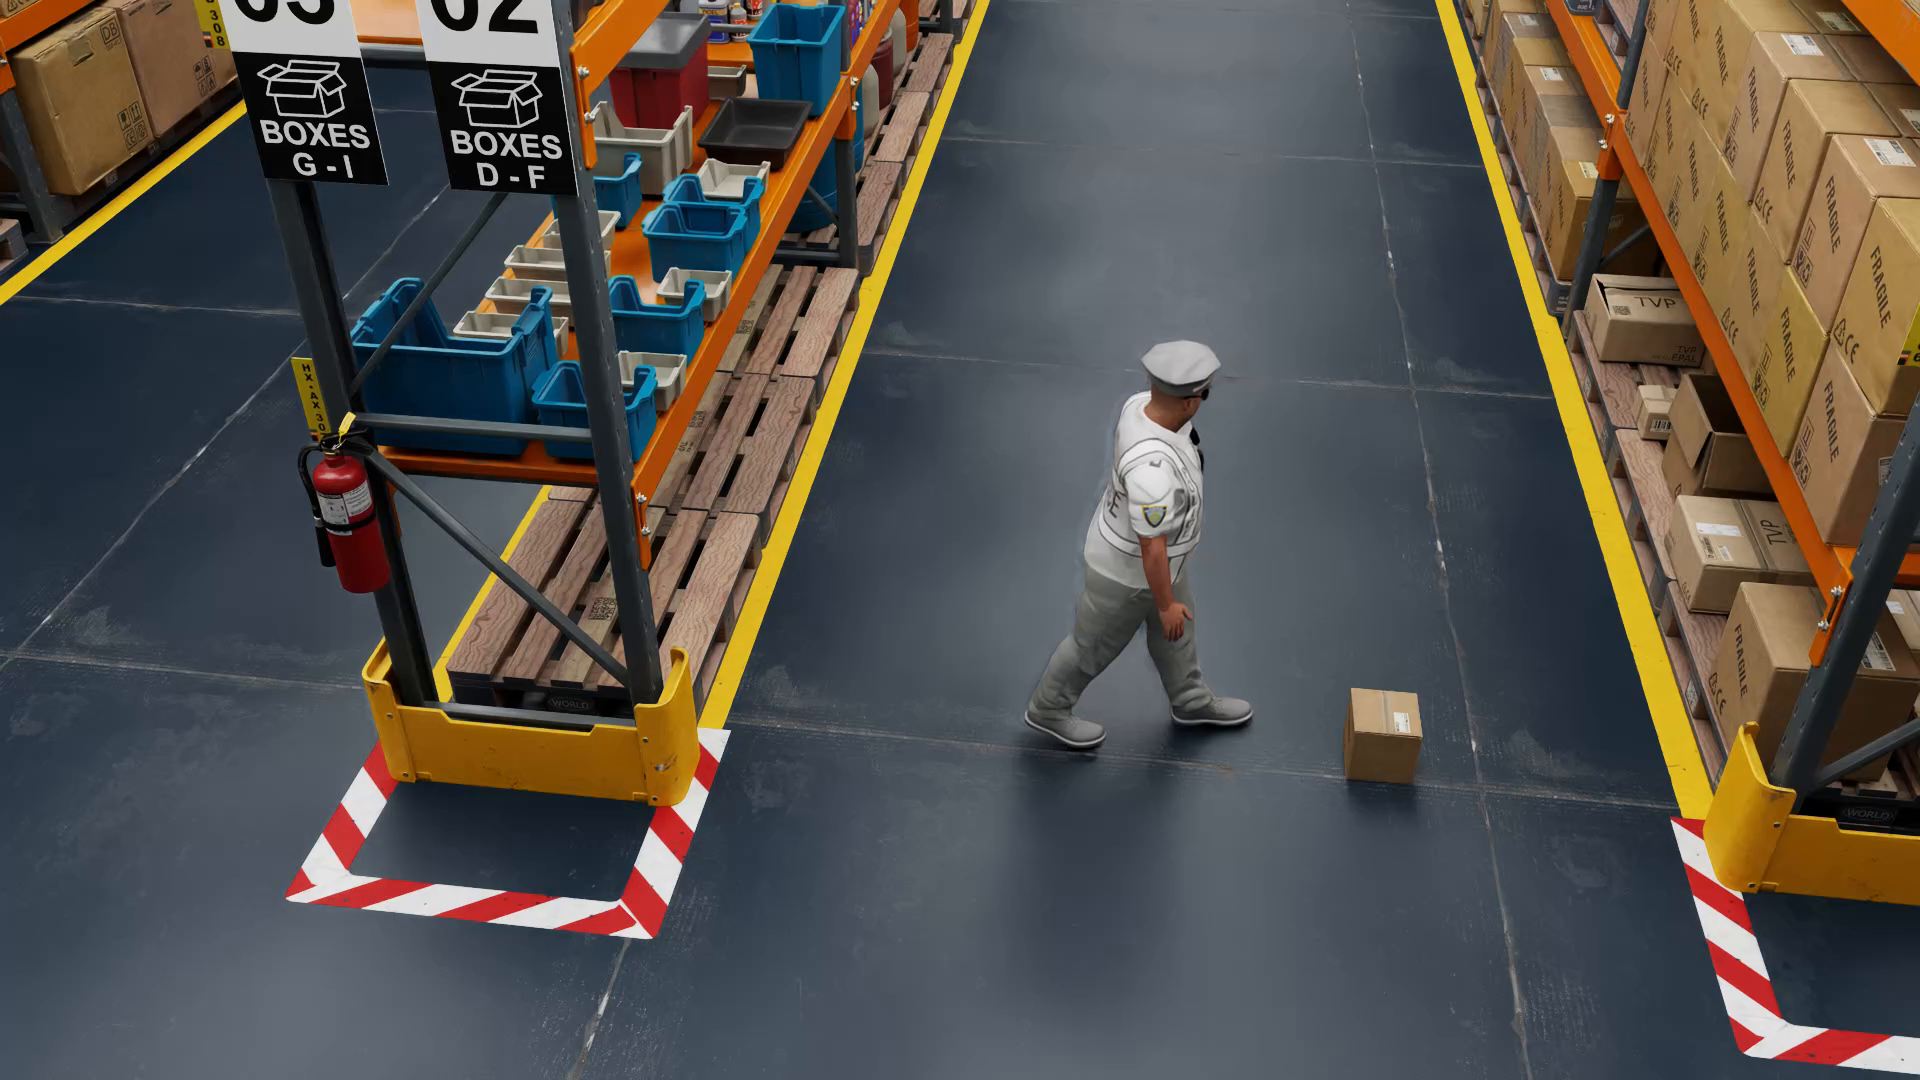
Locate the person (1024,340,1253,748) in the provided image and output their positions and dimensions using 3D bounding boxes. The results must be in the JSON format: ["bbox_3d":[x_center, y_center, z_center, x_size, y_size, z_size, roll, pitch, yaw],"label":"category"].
[{"bbox_3d":[0.693,0.070,6.027,0.879,1.711,0.549,7,36,9],"label":"person"}]
